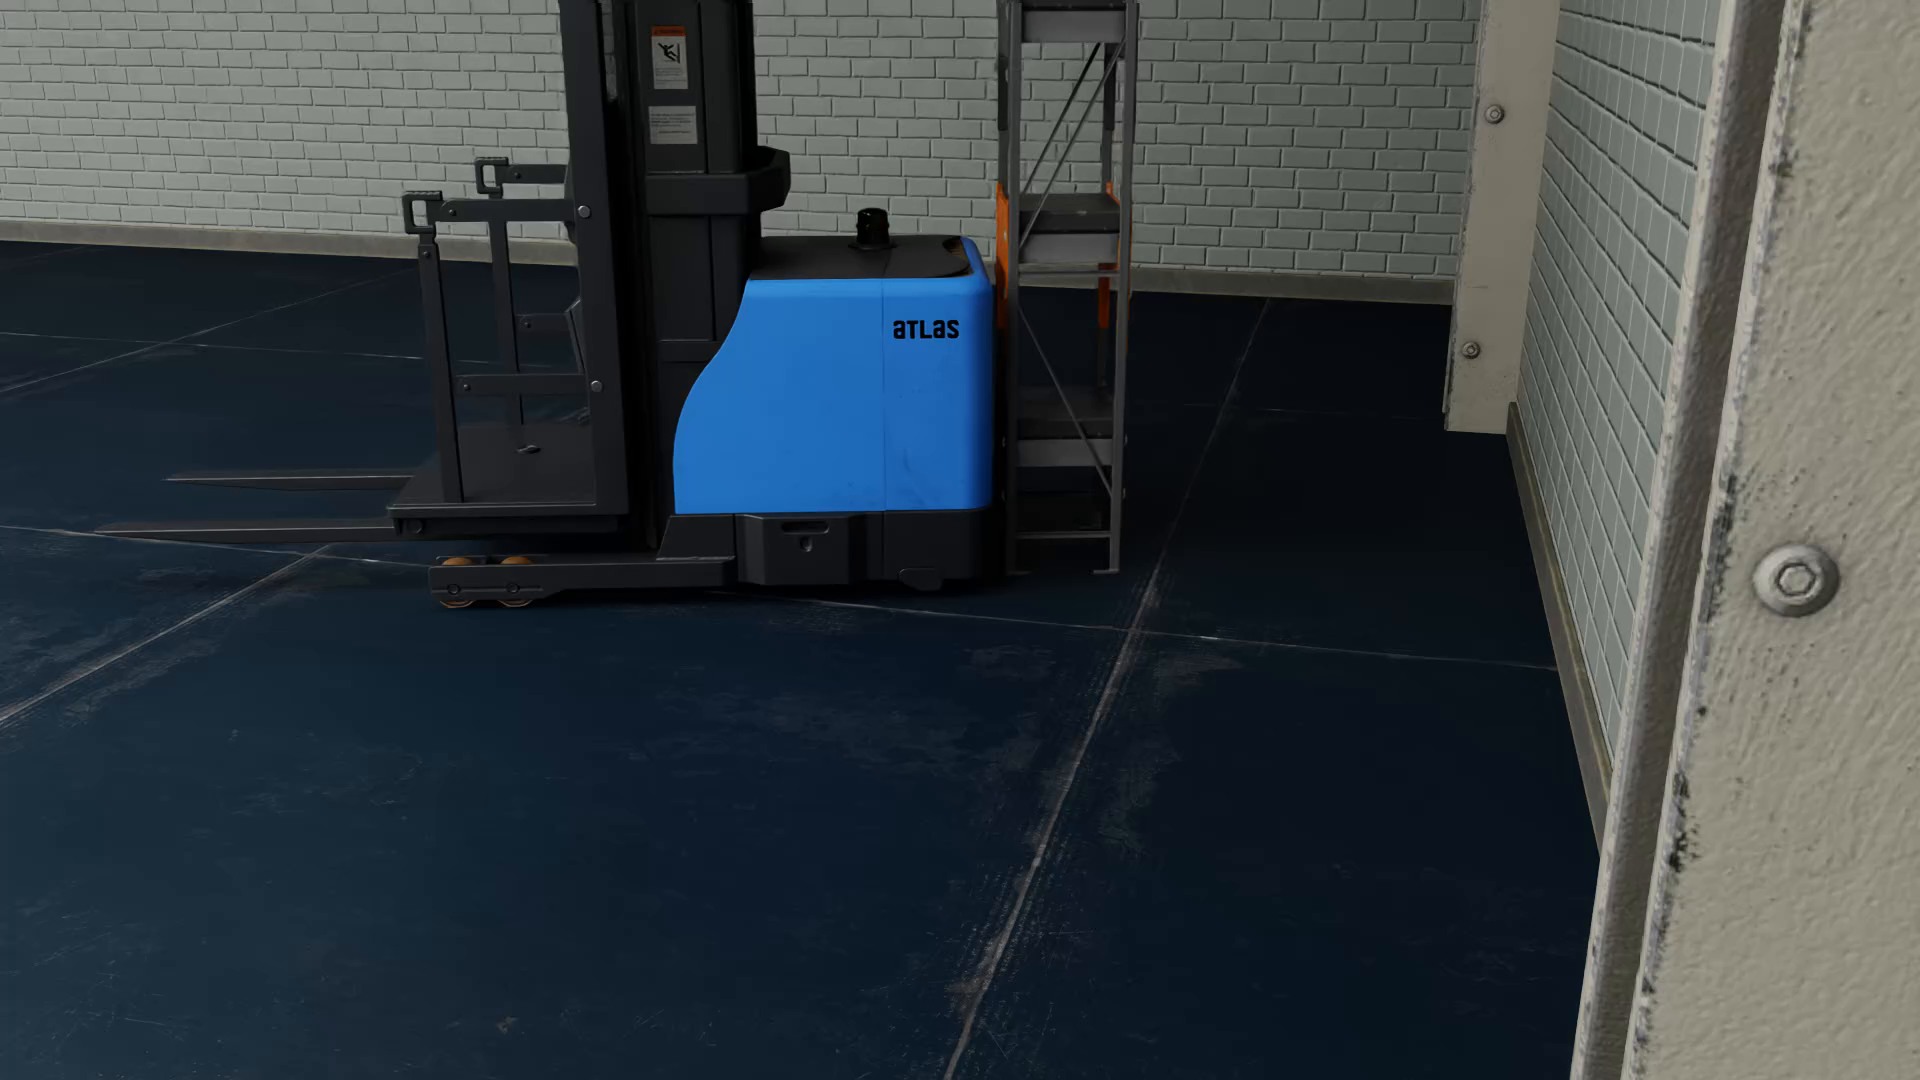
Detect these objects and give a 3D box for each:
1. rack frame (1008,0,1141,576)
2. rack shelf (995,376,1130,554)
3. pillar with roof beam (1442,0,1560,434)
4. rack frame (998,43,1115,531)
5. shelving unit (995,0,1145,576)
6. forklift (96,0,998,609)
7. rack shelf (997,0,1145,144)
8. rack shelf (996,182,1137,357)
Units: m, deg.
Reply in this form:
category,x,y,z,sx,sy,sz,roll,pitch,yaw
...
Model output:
category,x,y,z,sx,sy,sz,roll,pitch,yaw
rack frame,0.367,-0.874,5.499,0.400,2.100,0.015,-1,19,-3
rack shelf,0.355,-0.278,5.960,0.431,0.518,0.480,-1,19,-3
pillar with roof beam,-1.743,-5.154,7.355,9.100,9.000,0.400,5,19,13
rack frame,0.343,-1.032,5.960,0.400,2.100,0.015,-1,19,-3
shelving unit,0.355,-0.953,5.729,0.431,2.100,0.503,-1,19,-3
forklift,-1.406,-1.335,5.562,3.031,2.935,1.130,-1,19,-3
rack shelf,0.355,-1.603,5.507,0.431,0.518,0.480,-1,19,-3
rack shelf,0.355,-0.940,5.734,0.431,0.518,0.480,-1,19,-3
